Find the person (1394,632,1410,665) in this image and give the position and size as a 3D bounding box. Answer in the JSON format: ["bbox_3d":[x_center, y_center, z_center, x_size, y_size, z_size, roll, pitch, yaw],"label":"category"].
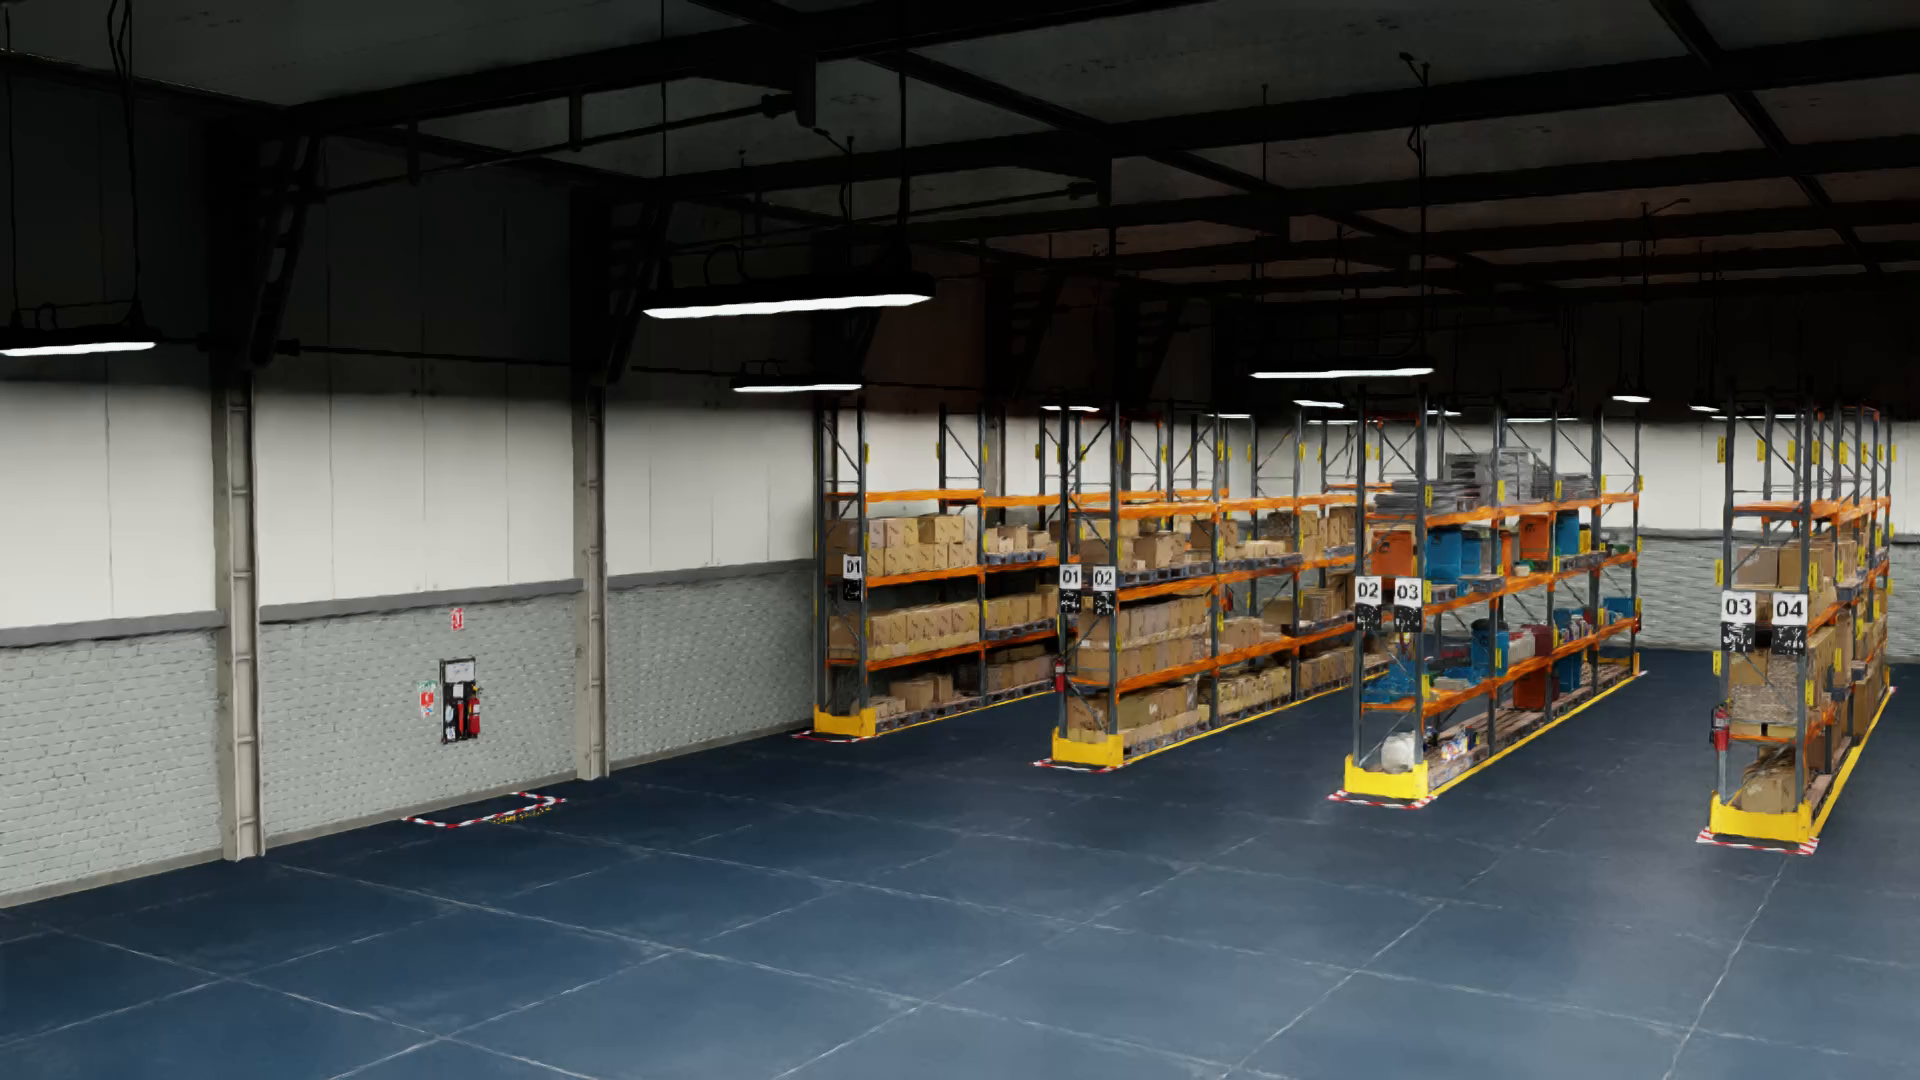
[{"bbox_3d":[9.543,2.195,35.745,0.397,1.699,0.663,1,3,17],"label":"person"}]
